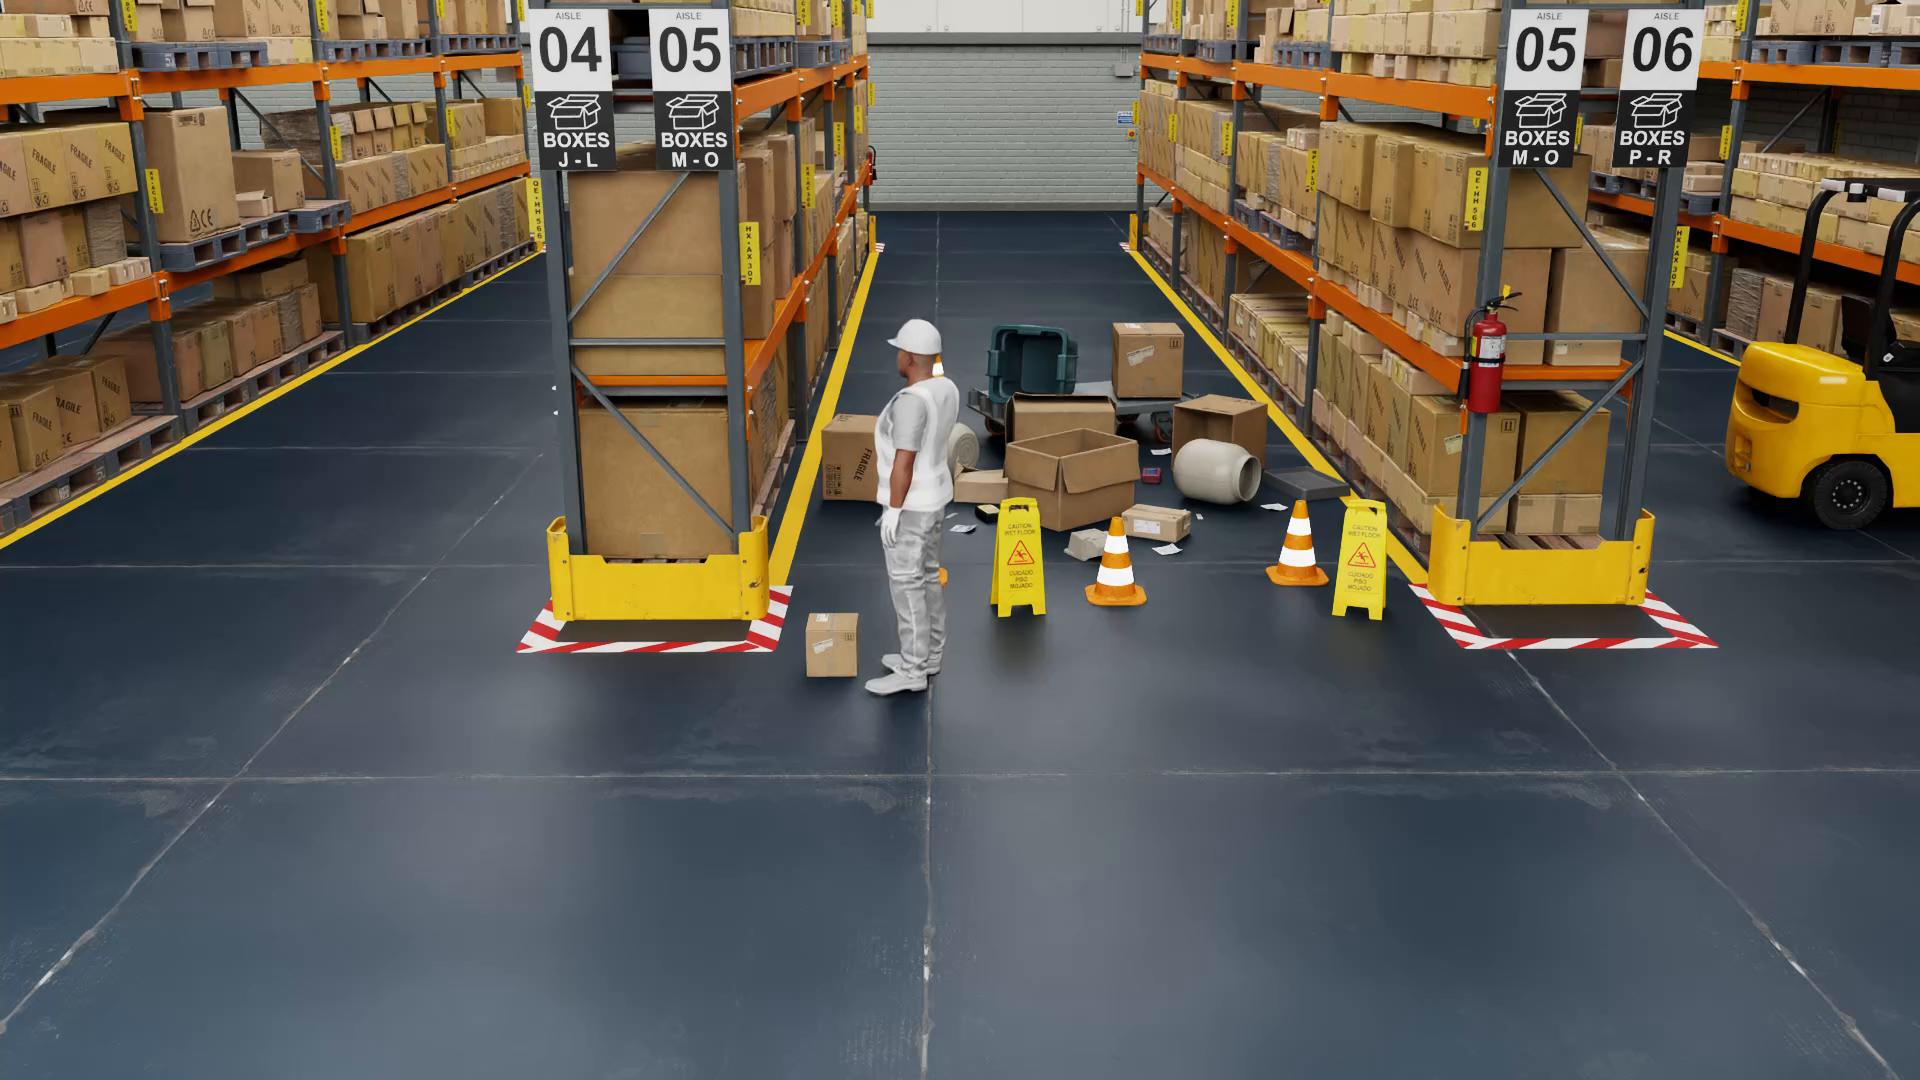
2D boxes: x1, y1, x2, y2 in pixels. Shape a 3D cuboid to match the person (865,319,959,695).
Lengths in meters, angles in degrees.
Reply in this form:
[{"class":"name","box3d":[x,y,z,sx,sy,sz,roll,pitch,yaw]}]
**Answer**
[{"class":"person","box3d":[-0.235,-0.172,8.049,0.390,1.799,0.562,5,18,17]}]
